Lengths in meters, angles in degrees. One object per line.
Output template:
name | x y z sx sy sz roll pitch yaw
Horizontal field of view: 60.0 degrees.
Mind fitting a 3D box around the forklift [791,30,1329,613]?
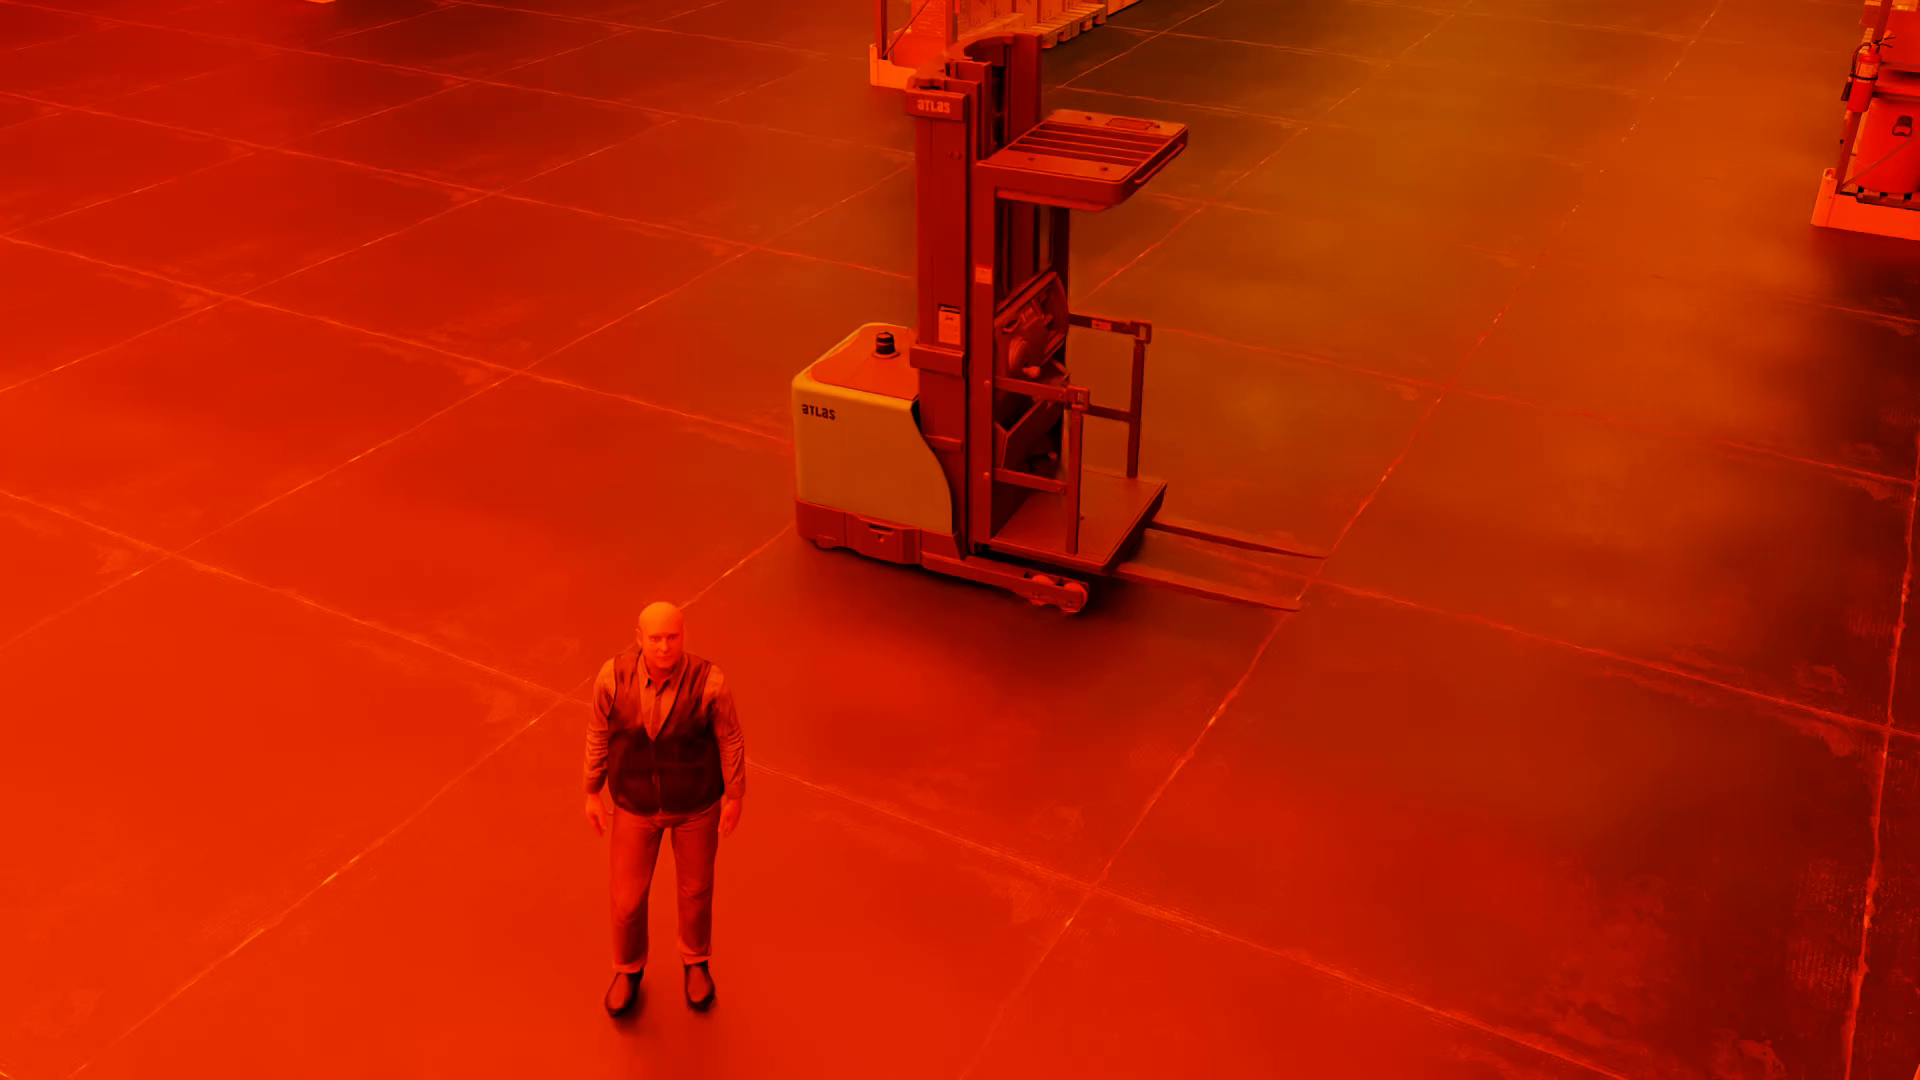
forklift | 0.579 -1.165 9.088 3.031 2.935 1.130 13 32 21

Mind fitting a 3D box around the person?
person | -1.141 1.056 6.449 0.620 1.727 0.547 -1 30 -2
